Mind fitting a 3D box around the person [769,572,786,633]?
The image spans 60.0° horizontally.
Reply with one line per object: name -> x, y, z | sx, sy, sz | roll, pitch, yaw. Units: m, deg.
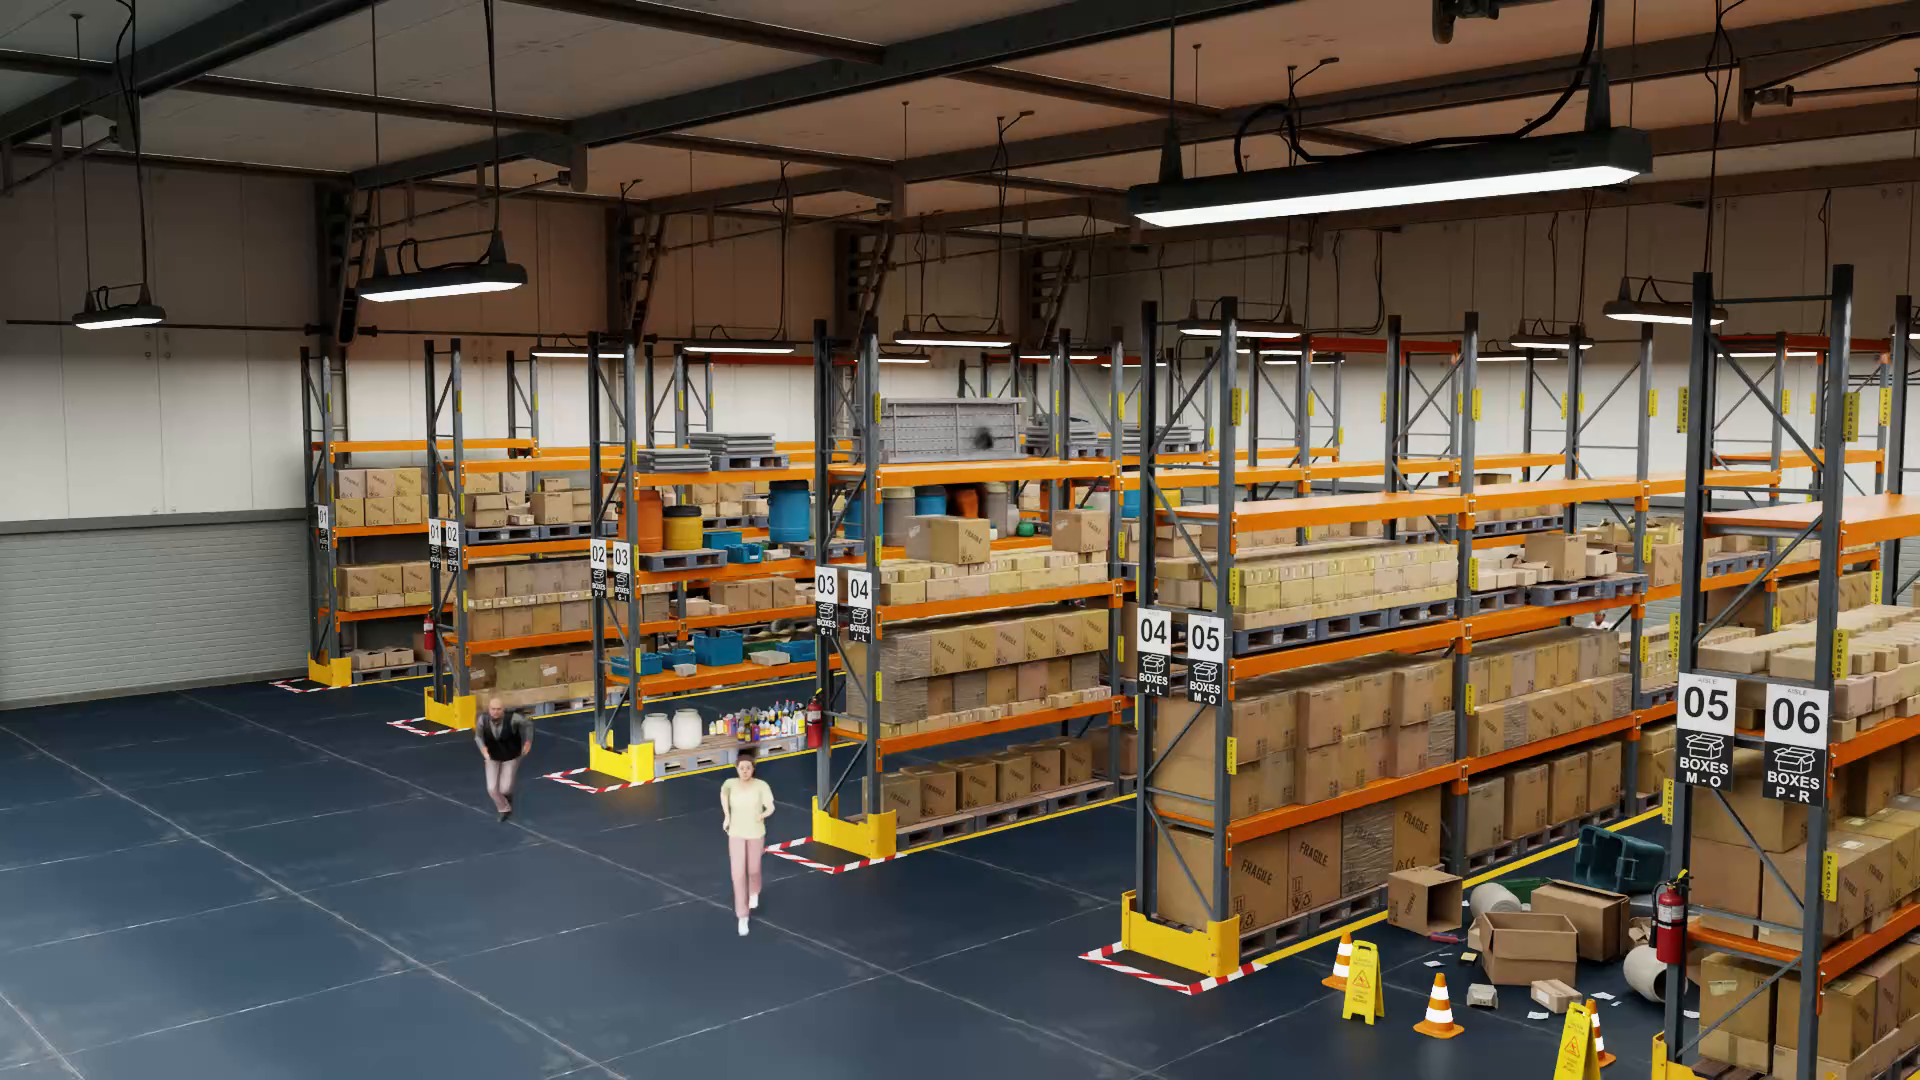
person -> -3.512, 1.431, 32.337 | 0.890, 1.796, 0.640 | -4, 7, -41

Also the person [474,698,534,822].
person -> -5.483, 2.636, 20.028 | 0.673, 1.573, 0.843 | 0, 5, -5

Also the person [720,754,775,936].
person -> -2.074, 2.906, 16.273 | 0.527, 1.691, 0.934 | -1, 5, -8

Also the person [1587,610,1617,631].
person -> 10.593, 1.940, 27.516 | 0.618, 1.656, 0.663 | 5, 7, 43
